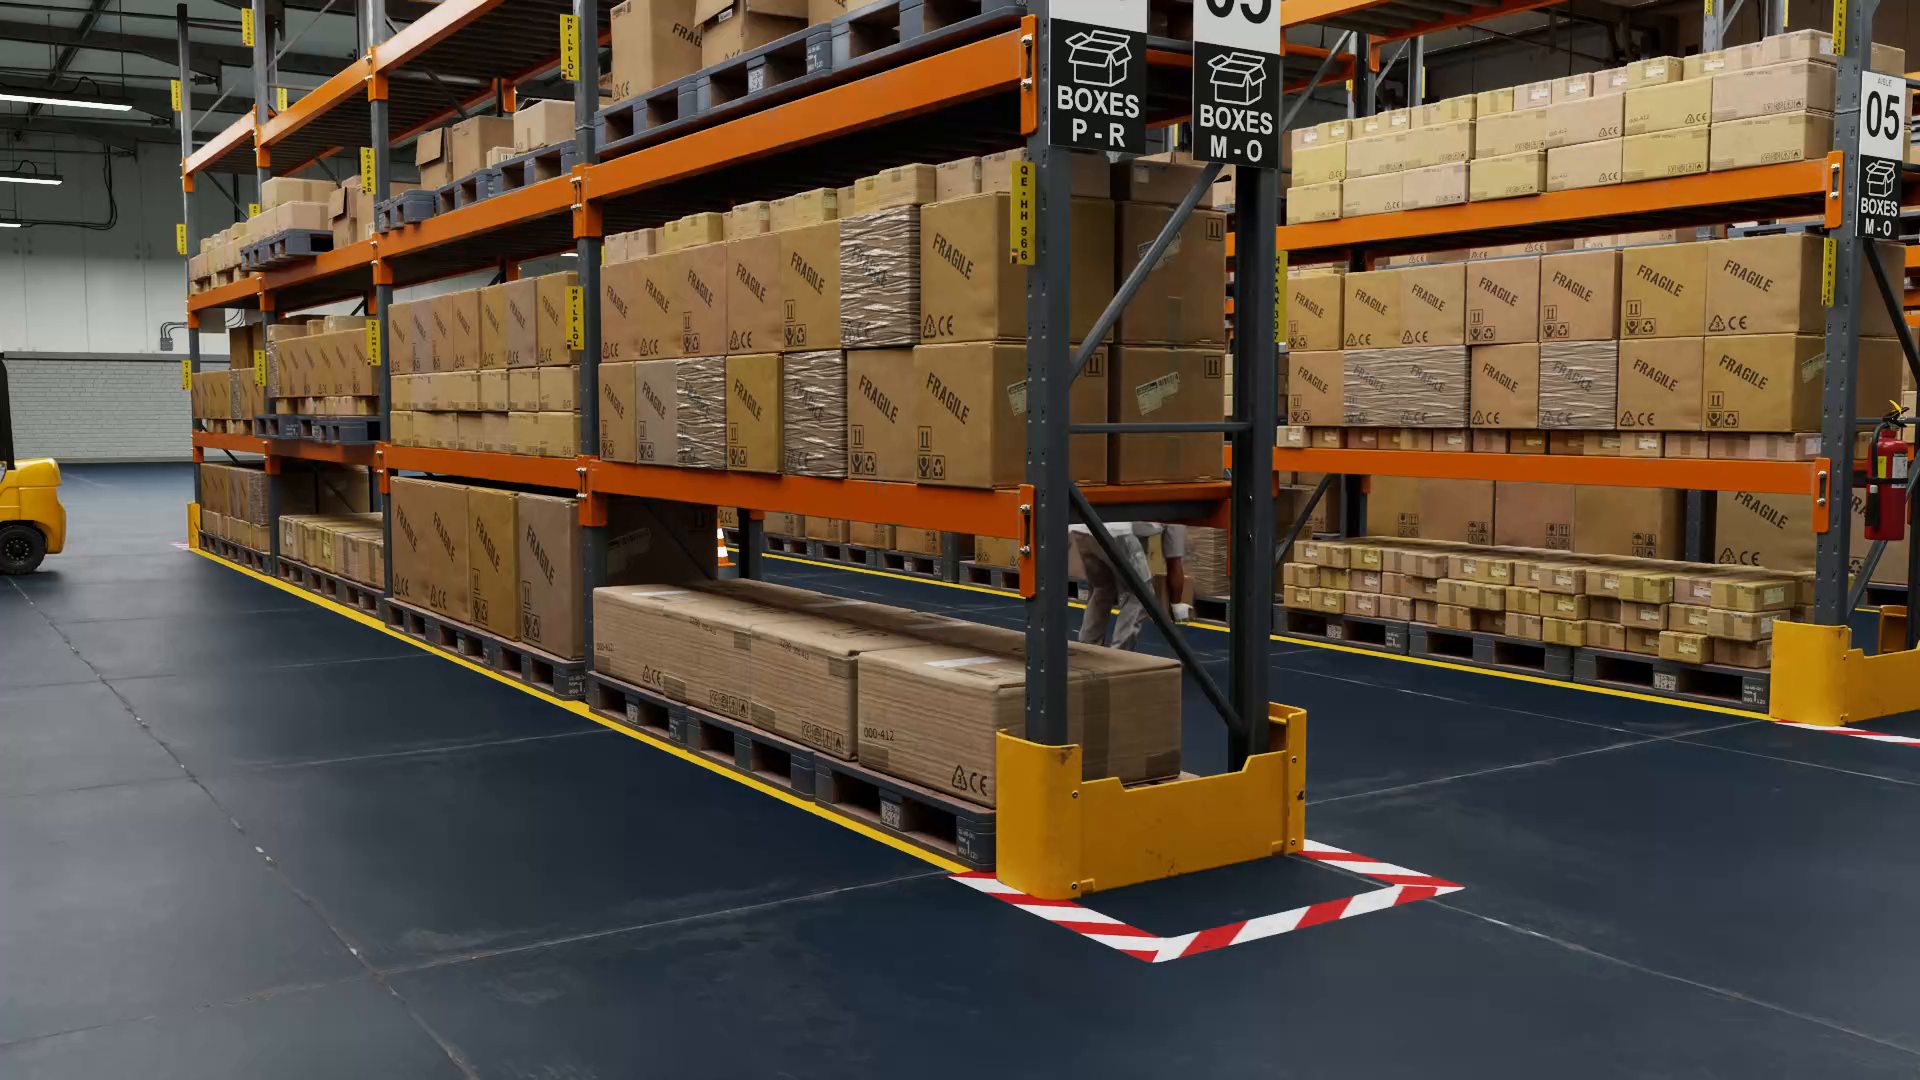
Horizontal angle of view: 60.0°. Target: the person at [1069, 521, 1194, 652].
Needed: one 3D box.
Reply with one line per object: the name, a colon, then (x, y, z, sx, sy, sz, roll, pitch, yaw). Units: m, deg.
person: (1.081, 0.216, 9.910, 0.985, 1.144, 0.501, -3, 6, -36)
